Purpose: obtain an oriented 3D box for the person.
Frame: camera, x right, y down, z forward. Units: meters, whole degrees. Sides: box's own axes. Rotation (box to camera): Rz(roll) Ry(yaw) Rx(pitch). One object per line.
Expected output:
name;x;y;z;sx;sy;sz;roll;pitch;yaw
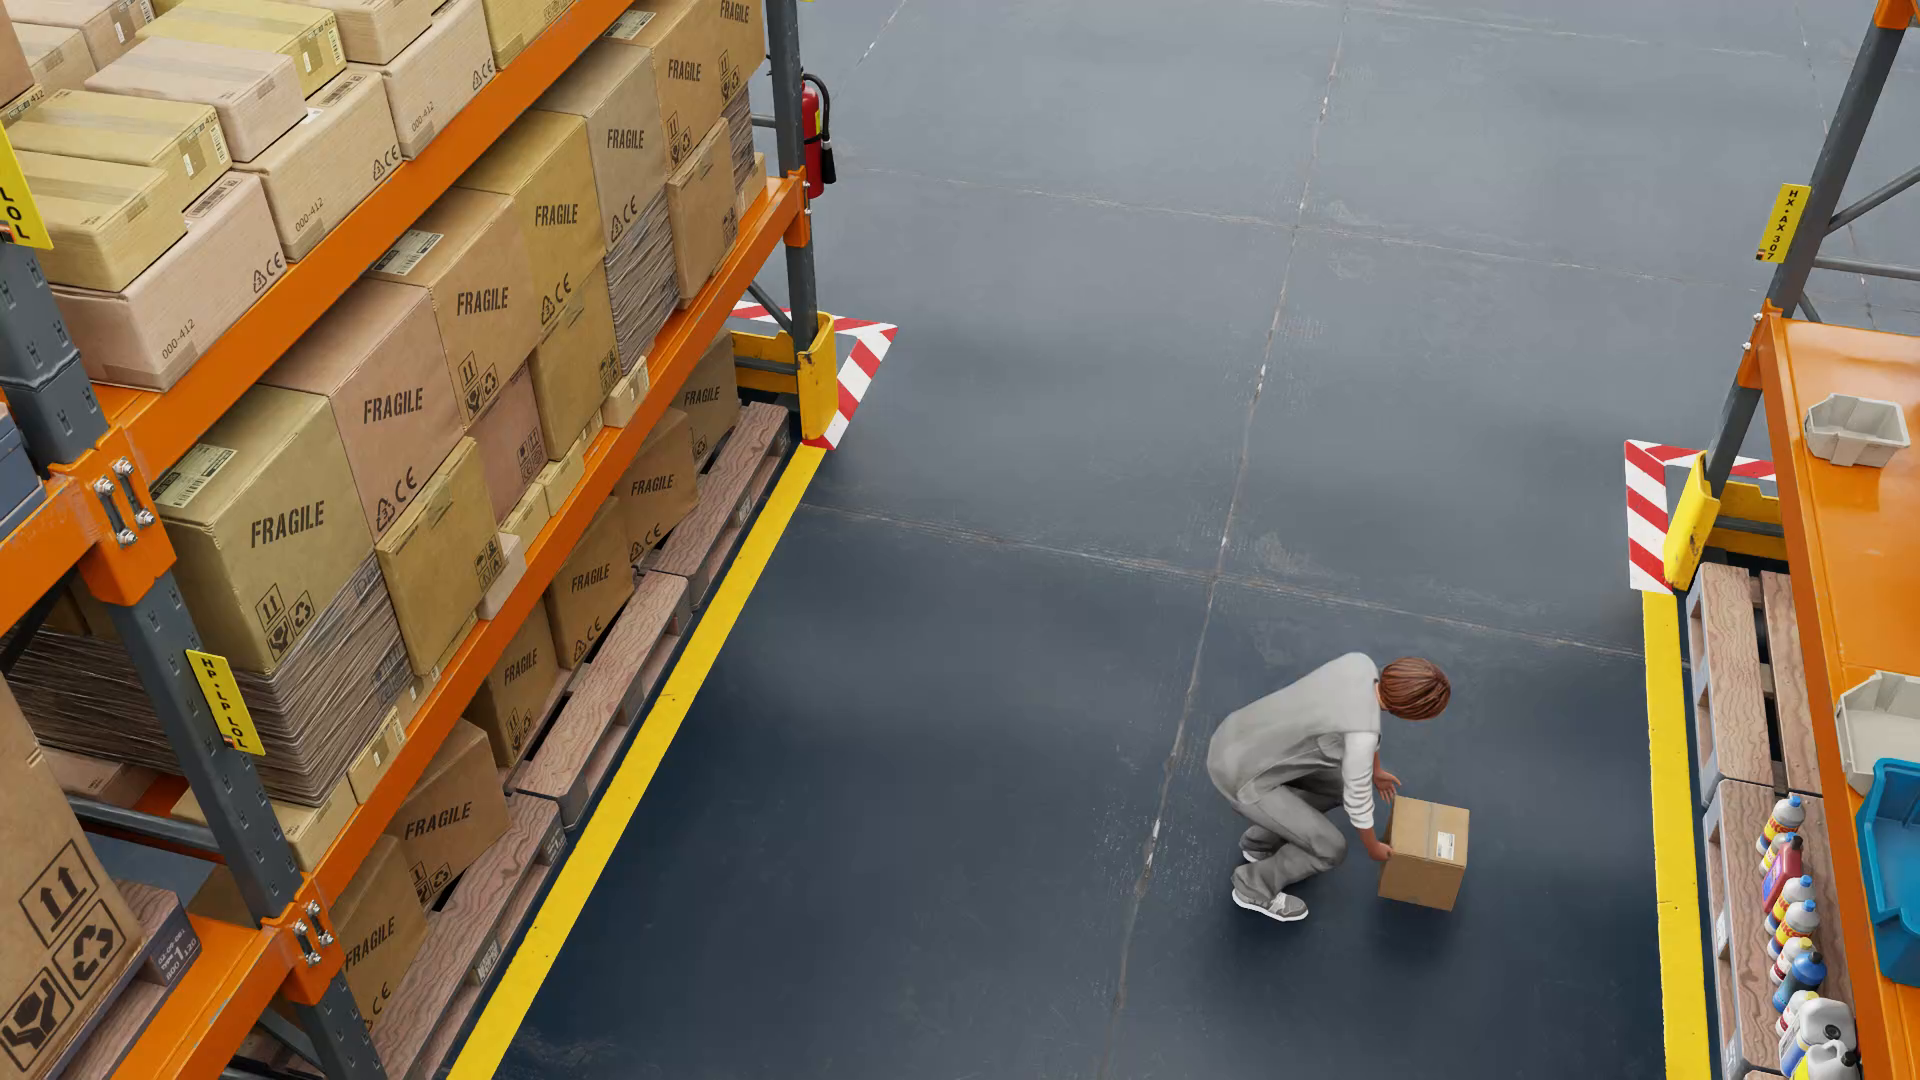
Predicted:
person;1.193;0.794;5.613;0.721;1.148;0.463;10;43;11
